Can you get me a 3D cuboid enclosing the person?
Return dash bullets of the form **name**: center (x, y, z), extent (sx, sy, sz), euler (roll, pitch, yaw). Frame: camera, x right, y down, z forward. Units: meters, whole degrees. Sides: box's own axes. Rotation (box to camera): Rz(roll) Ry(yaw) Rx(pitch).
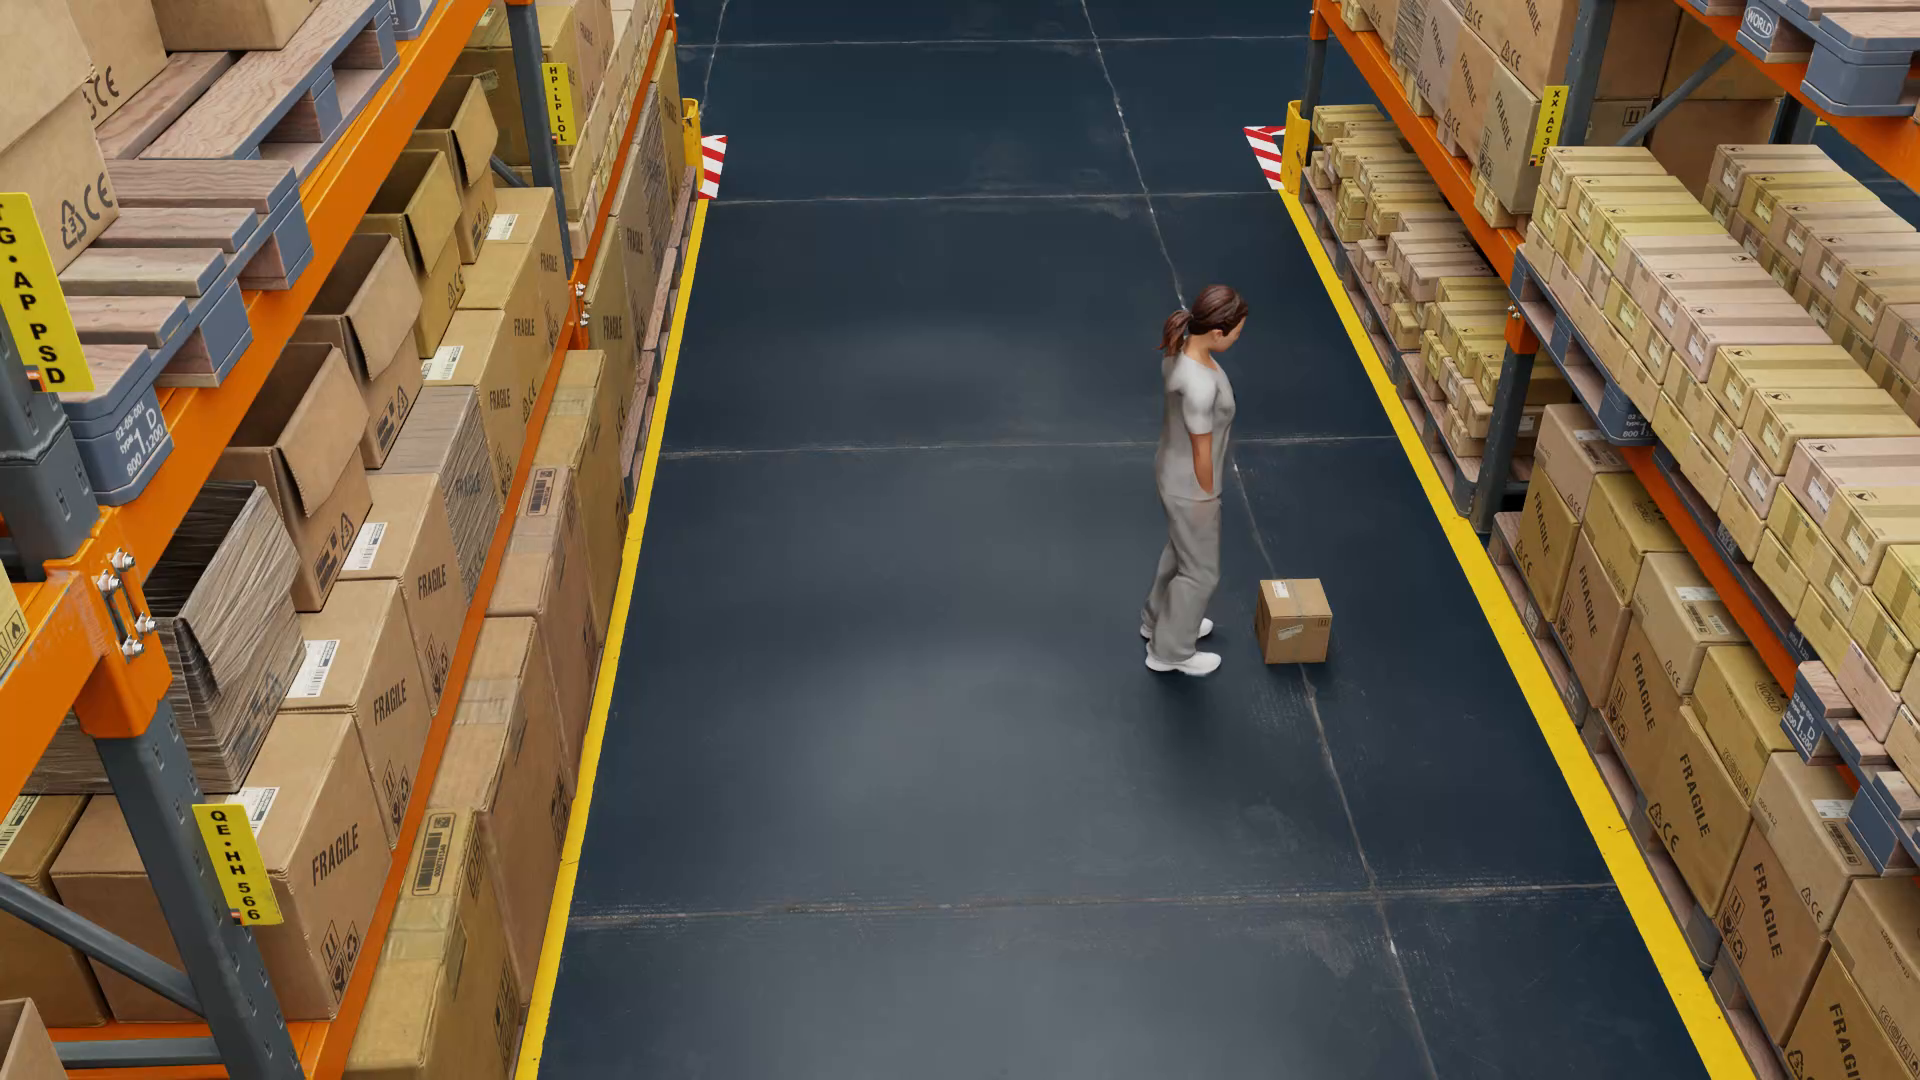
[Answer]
- **person**: center (0.895, -0.237, 6.496), extent (0.352, 1.666, 0.447), euler (-1, 35, -1)
